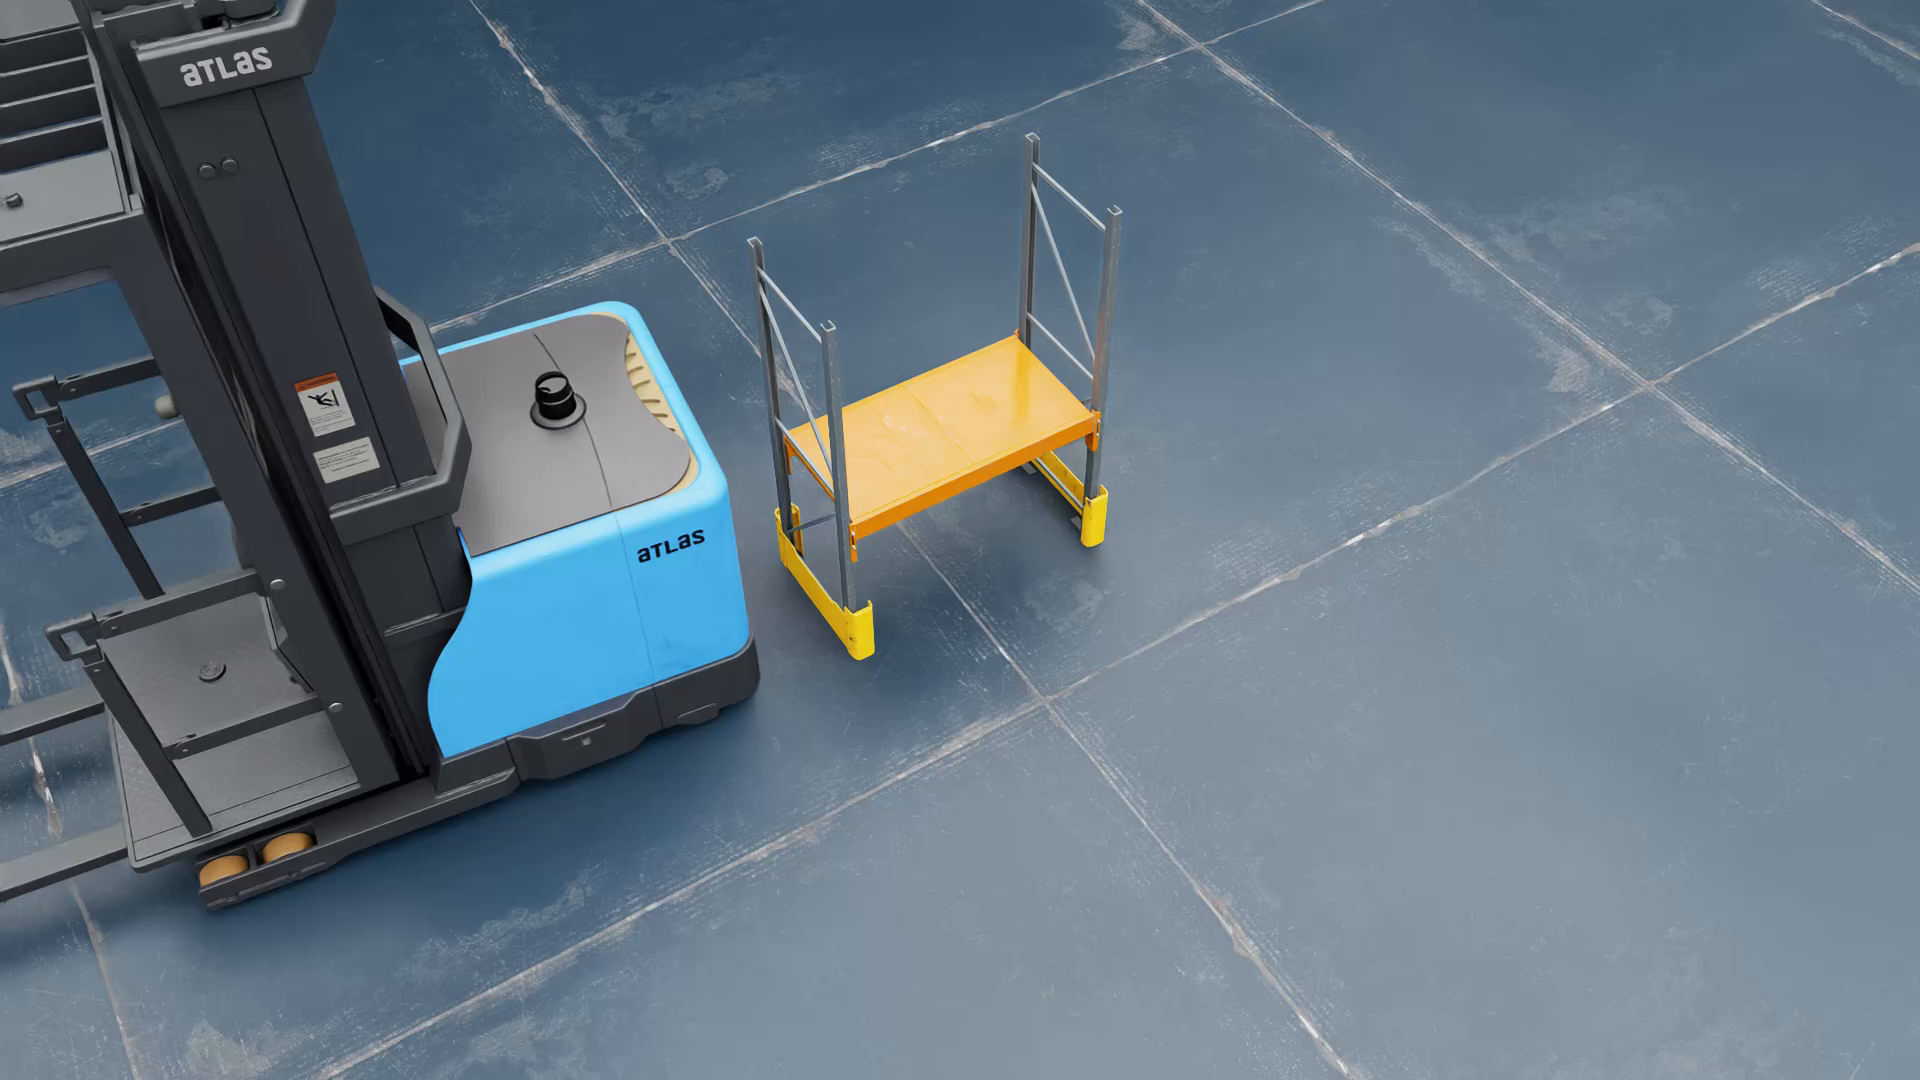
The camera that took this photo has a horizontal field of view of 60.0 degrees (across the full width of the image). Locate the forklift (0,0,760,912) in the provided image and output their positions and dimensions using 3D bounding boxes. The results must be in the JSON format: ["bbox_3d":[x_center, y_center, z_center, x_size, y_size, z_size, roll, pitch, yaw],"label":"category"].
[{"bbox_3d":[-2.247,-0.282,4.539,3.031,2.935,1.130,-19,51,-17],"label":"forklift"}]

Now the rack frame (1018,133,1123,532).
[{"bbox_3d":[0.358,-0.667,5.840,0.032,1.500,0.500,-25,53,-21],"label":"rack frame"}]

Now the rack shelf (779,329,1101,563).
[{"bbox_3d":[-0.072,-0.345,5.794,1.000,0.185,0.538,-25,53,-21],"label":"rack shelf"}]

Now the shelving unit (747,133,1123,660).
[{"bbox_3d":[-0.064,-0.468,5.663,1.083,1.500,0.587,-25,53,-21],"label":"shelving unit"}]

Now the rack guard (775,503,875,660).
[{"bbox_3d":[-0.486,0.146,5.953,0.087,0.250,0.587,-25,53,-21],"label":"rack guard"}]

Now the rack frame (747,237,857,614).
[{"bbox_3d":[-0.502,-0.262,5.479,0.032,1.500,0.500,-25,53,-21],"label":"rack frame"}]

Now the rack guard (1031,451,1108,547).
[{"bbox_3d":[0.357,-0.251,6.306,0.087,0.250,0.587,-25,53,-21],"label":"rack guard"}]
